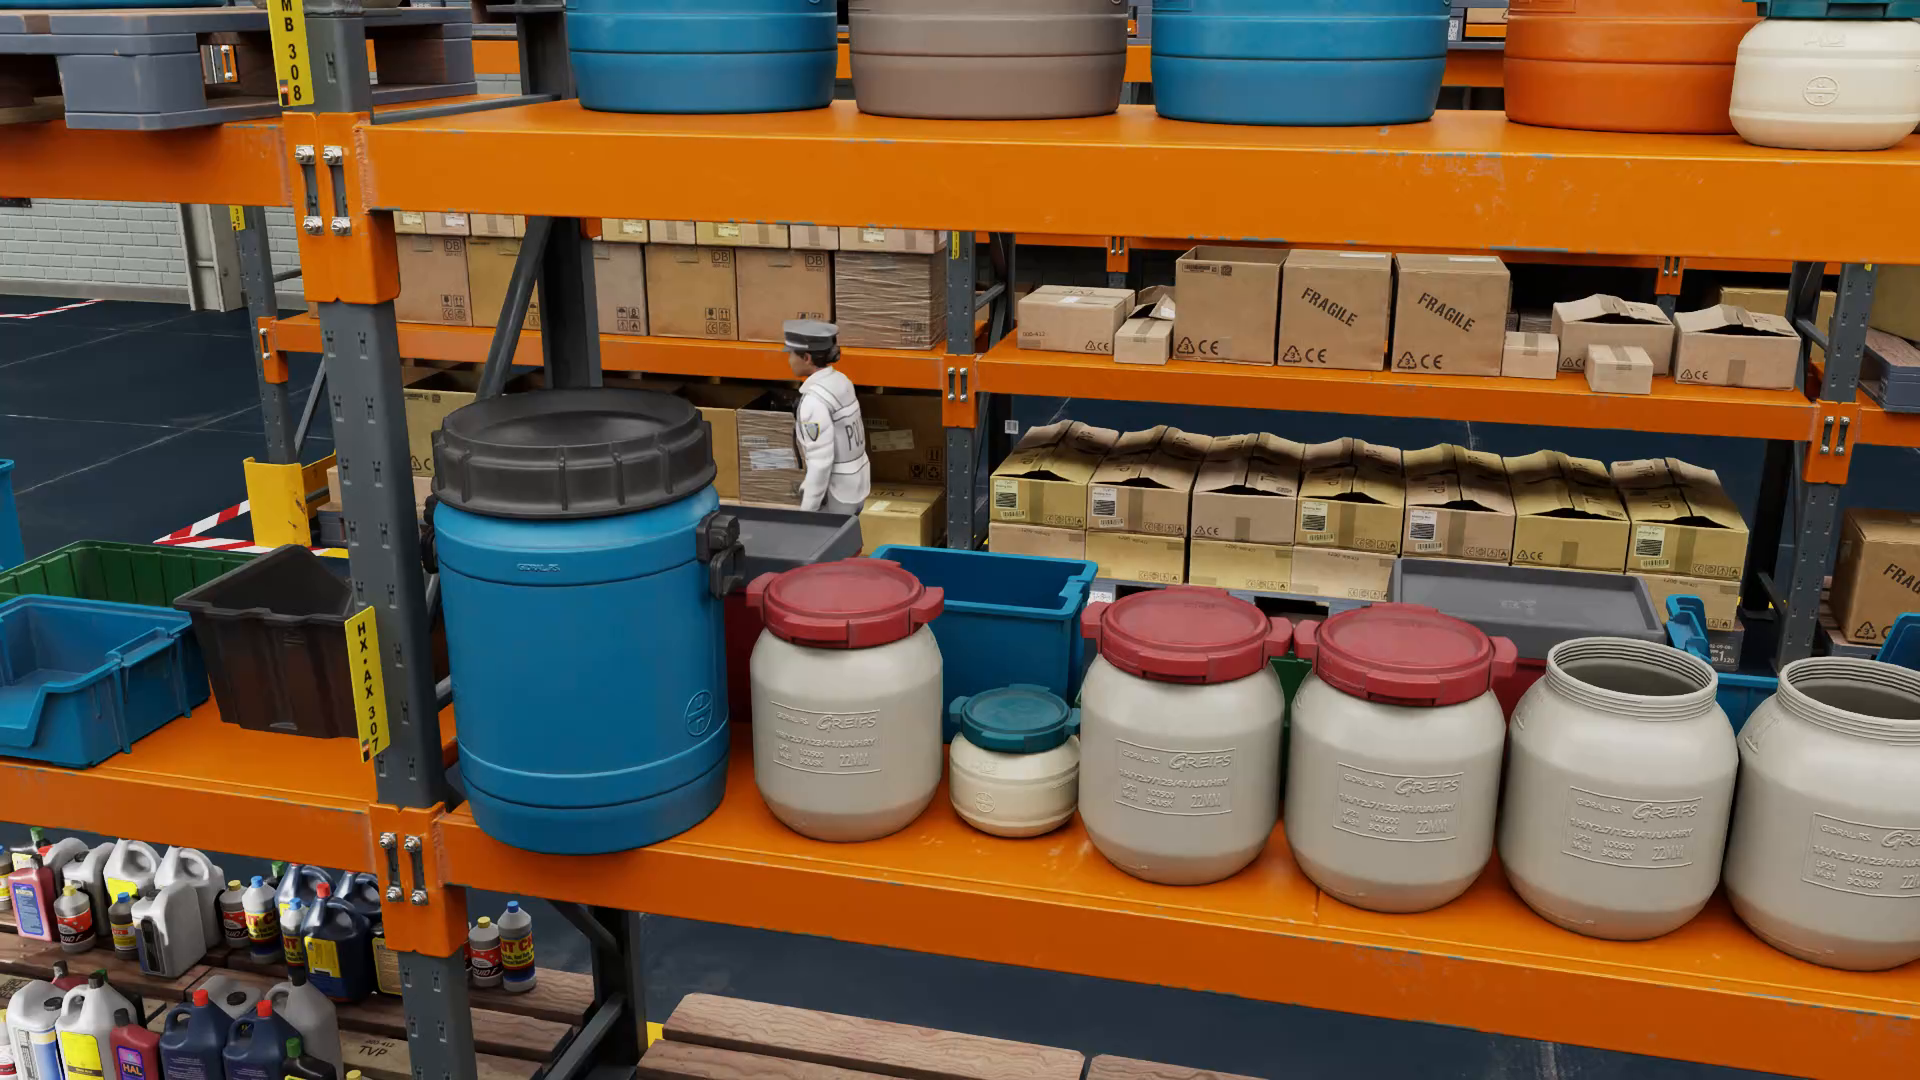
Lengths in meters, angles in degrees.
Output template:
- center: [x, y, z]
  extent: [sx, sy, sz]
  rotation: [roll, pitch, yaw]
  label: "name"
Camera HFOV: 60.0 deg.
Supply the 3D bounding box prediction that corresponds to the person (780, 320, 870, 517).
- center: [-0.608, -0.177, 7.586]
  extent: [0.373, 1.662, 0.536]
  rotation: [4, 19, 12]
  label: "person"
